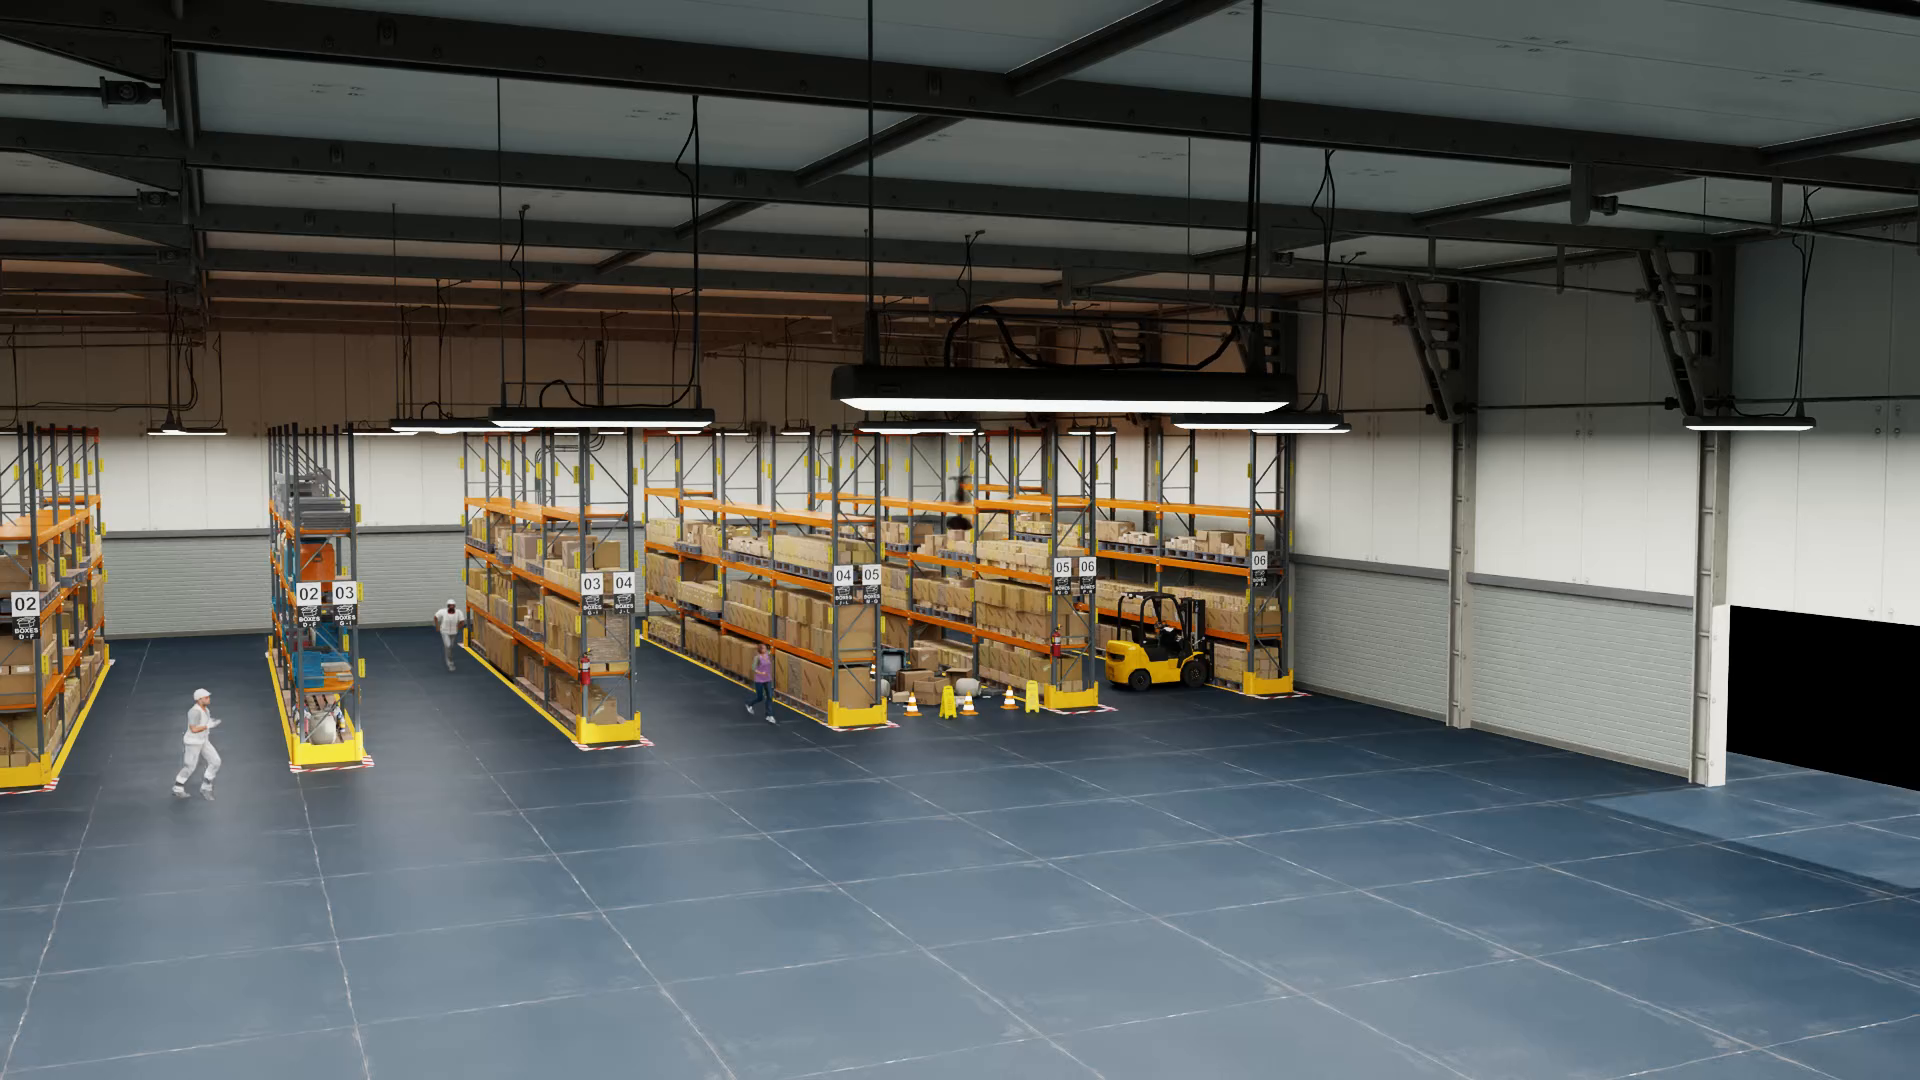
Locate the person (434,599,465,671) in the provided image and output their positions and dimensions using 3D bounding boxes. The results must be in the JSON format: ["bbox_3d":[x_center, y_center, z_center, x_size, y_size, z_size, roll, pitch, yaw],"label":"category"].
[{"bbox_3d":[-12.667,2.329,41.275,0.702,1.771,0.962,-2,4,-29],"label":"person"}]

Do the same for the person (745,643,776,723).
[{"bbox_3d":[-4.022,2.874,33.679,0.848,1.599,0.538,3,5,42],"label":"person"}]

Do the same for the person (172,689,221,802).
[{"bbox_3d":[-12.010,3.244,26.150,0.845,1.829,0.620,0,3,5],"label":"person"}]
